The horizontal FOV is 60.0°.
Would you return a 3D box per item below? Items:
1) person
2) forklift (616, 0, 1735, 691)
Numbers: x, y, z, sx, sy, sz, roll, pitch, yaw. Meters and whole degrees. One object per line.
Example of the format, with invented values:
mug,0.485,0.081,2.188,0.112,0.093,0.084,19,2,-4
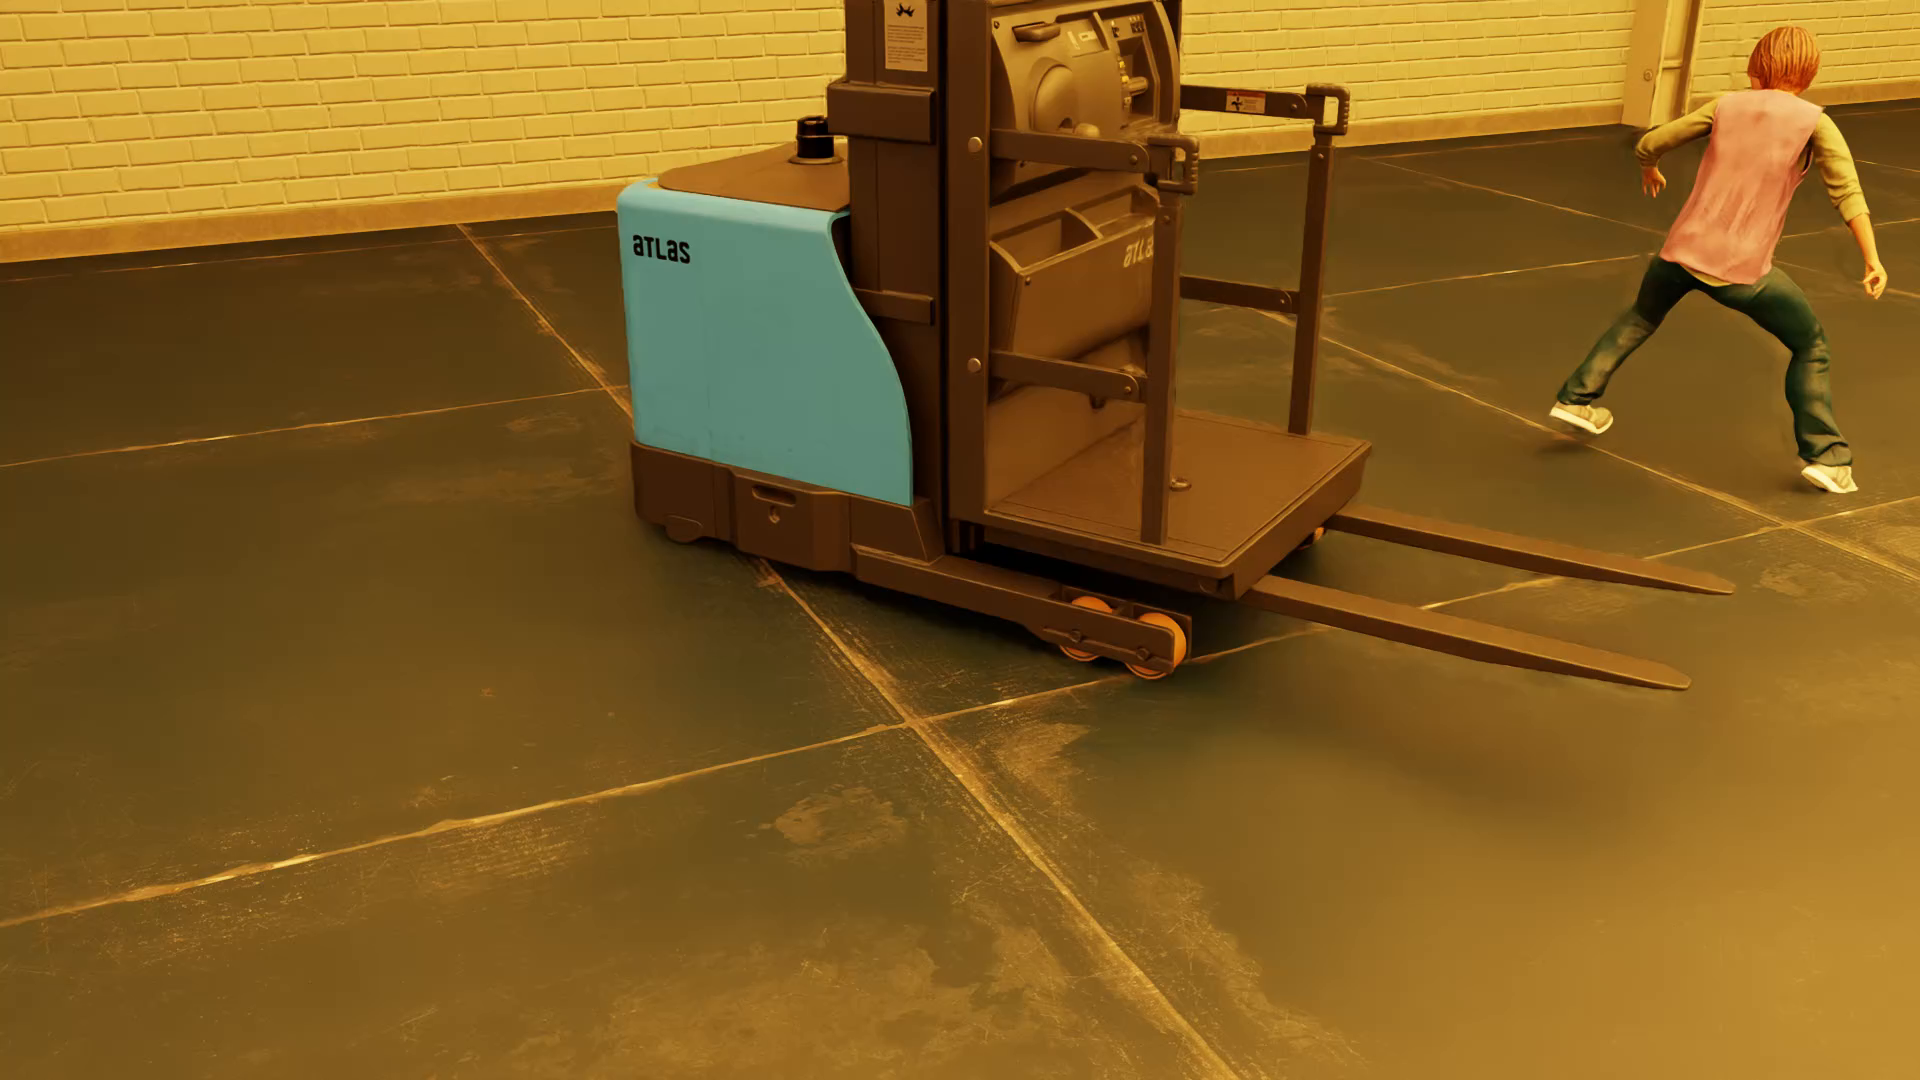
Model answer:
person,2.561,-0.871,5.435,0.498,1.522,0.984,-18,29,-37
forklift,0.519,-1.230,4.247,3.031,2.935,1.130,13,26,29
